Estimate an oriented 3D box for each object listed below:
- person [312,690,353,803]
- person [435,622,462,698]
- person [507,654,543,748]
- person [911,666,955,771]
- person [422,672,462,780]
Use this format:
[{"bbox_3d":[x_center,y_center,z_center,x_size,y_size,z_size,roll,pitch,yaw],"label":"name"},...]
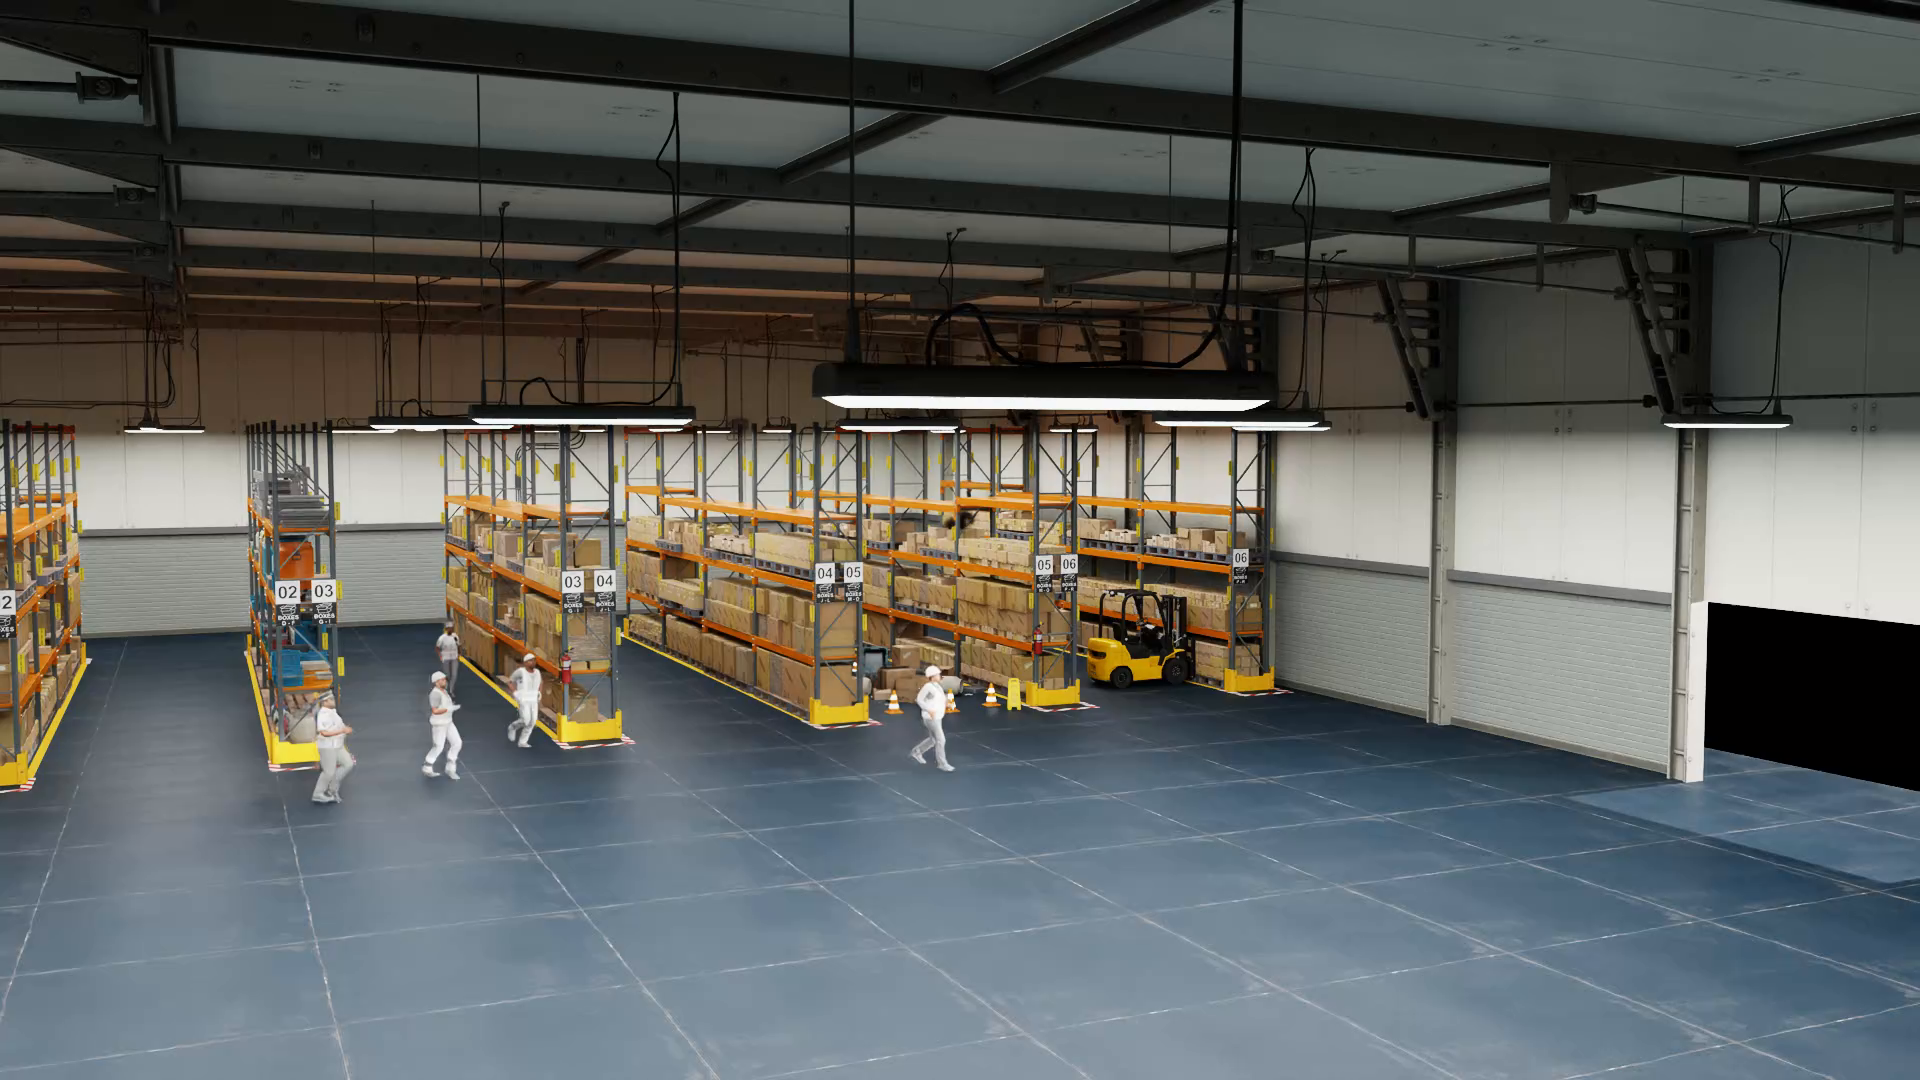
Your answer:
[{"bbox_3d":[-9.750,3.231,25.899,0.676,1.810,0.643,0,4,-1],"label":"person"},{"bbox_3d":[-11.239,2.616,36.613,0.581,1.663,0.592,-2,4,-30],"label":"person"},{"bbox_3d":[-7.965,2.958,30.637,0.584,1.727,0.675,3,5,41],"label":"person"},{"bbox_3d":[-0.476,3.050,28.553,0.829,1.780,0.662,1,4,17],"label":"person"},{"bbox_3d":[-8.590,3.102,27.620,0.719,1.838,0.631,1,4,8],"label":"person"}]
